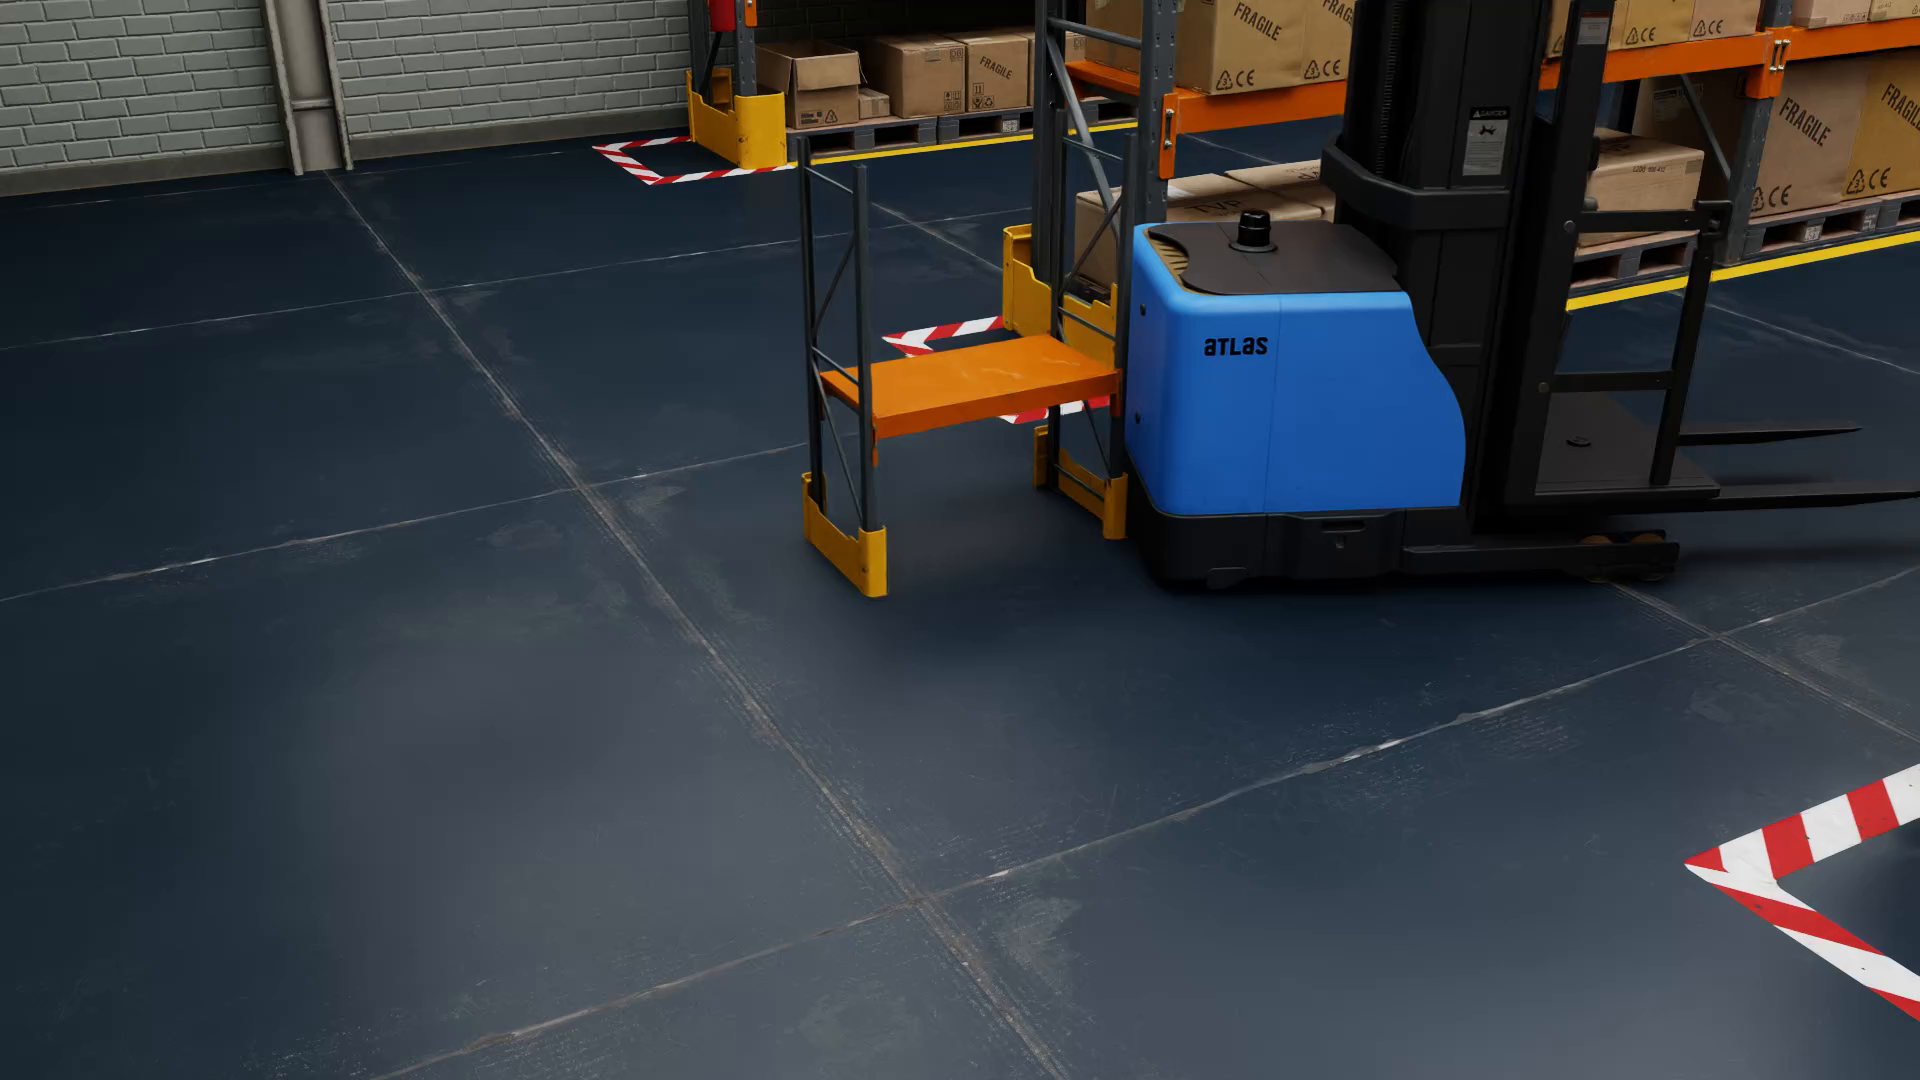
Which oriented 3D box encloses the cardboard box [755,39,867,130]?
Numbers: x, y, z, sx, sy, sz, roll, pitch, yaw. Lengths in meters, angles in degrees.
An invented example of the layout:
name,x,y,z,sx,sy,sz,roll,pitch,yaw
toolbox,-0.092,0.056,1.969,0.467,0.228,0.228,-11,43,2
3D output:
name,x,y,z,sx,sy,sz,roll,pitch,yaw
cardboard box,-1.112,-3.331,12.120,0.637,0.503,0.797,-14,29,-27

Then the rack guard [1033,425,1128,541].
name,x,y,z,sx,sy,sz,roll,pitch,yaw
rack guard,0.460,-0.228,6.436,0.087,0.250,0.587,-13,28,-25

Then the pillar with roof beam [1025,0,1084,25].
name,x,y,z,sx,sy,sz,roll,pitch,yaw
pillar with roof beam,2.821,-6.256,8.882,0.400,9.000,9.100,-13,29,-25

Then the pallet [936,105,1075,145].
name,x,y,z,sx,sy,sz,roll,pitch,yaw
pallet,0.149,-3.346,12.976,1.213,0.211,1.003,-13,29,-25

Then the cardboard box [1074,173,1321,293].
name,x,y,z,sx,sy,sz,roll,pitch,yaw
cardboard box,1.178,-1.490,8.363,0.875,0.438,0.875,-14,29,-27

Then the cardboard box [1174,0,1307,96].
name,x,y,z,sx,sy,sz,roll,pitch,yaw
cardboard box,1.202,-2.317,7.494,0.500,0.500,0.500,-13,29,-25

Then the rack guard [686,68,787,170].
name,x,y,z,sx,sy,sz,roll,pitch,yaw
rack guard,-1.629,-3.067,12.060,0.348,0.500,1.175,-13,29,-25

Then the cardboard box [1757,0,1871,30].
name,x,y,z,sx,sy,sz,roll,pitch,yaw
cardboard box,4.685,-3.019,9.246,0.500,0.250,0.500,-14,29,-26

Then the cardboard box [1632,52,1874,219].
name,x,y,z,sx,sy,sz,roll,pitch,yaw
cardboard box,4.682,-2.486,9.933,0.875,0.875,0.875,-12,28,-24

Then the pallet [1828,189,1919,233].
name,x,y,z,sx,sy,sz,roll,pitch,yaw
pallet,5.896,-2.277,10.749,1.213,0.211,1.003,-13,29,-25

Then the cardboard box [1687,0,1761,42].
name,x,y,z,sx,sy,sz,roll,pitch,yaw
cardboard box,3.883,-2.951,8.815,0.500,0.500,0.500,-13,28,-25

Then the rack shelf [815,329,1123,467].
name,x,y,z,sx,sy,sz,roll,pitch,yaw
rack shelf,0.027,-0.531,6.039,1.000,0.185,0.538,-13,28,-25

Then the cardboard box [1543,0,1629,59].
name,x,y,z,sx,sy,sz,roll,pitch,yaw
cardboard box,2.995,-2.736,8.368,0.500,0.500,0.500,-13,29,-26

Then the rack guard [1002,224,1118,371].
name,x,y,z,sx,sy,sz,roll,pitch,yaw
rack guard,0.622,-1.152,8.071,0.348,0.500,1.175,-13,29,-25

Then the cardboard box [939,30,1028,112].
name,x,y,z,sx,sy,sz,roll,pitch,yaw
cardboard box,0.174,-3.558,12.598,0.500,0.500,0.500,-12,28,-24

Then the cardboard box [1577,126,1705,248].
name,x,y,z,sx,sy,sz,roll,pitch,yaw
cardboard box,3.568,-2.045,9.520,0.875,0.438,0.875,-13,29,-26

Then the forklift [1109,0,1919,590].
name,x,y,z,sx,sy,sz,roll,pitch,yaw
forklift,2.140,-1.395,5.769,3.031,2.935,1.130,-2,26,-4

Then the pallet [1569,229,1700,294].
name,x,y,z,sx,sy,sz,roll,pitch,yaw
pallet,3.465,-1.716,9.580,1.213,0.211,1.003,-13,29,-25

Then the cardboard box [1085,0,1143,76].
name,x,y,z,sx,sy,sz,roll,pitch,yaw
cardboard box,0.944,-2.528,7.934,0.500,0.500,0.500,-13,28,-25

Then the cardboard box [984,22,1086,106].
name,x,y,z,sx,sy,sz,roll,pitch,yaw
cardboard box,0.577,-3.700,12.893,0.500,0.500,0.700,-14,29,-27

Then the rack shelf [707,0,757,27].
name,x,y,z,sx,sy,sz,roll,pitch,yaw
rack shelf,0.069,-4.261,12.491,4.000,0.370,1.077,-13,29,-25

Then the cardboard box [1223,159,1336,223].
name,x,y,z,sx,sy,sz,roll,pitch,yaw
cardboard box,1.982,-1.680,8.758,0.875,0.438,0.875,-12,28,-24

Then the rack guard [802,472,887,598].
name,x,y,z,sx,sy,sz,roll,pitch,yaw
rack guard,-0.422,-0.028,6.019,0.087,0.250,0.587,-13,28,-25

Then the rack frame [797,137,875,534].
name,x,y,z,sx,sy,sz,roll,pitch,yaw
rack frame,-0.423,-0.591,5.748,0.032,1.500,0.500,-13,28,-25

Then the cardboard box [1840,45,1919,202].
name,x,y,z,sx,sy,sz,roll,pitch,yaw
cardboard box,5.475,-2.673,10.322,0.875,0.875,0.875,-12,28,-24

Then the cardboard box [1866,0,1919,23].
name,x,y,z,sx,sy,sz,roll,pitch,yaw
cardboard box,5.141,-3.125,9.467,0.500,0.250,0.500,-14,29,-26

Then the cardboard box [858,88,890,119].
name,x,y,z,sx,sy,sz,roll,pitch,yaw
cardboard box,-0.719,-3.242,12.346,0.250,0.149,0.380,-14,29,-27

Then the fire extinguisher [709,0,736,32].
name,x,y,z,sx,sy,sz,roll,pitch,yaw
fire extinguisher,-1.608,-3.769,11.154,0.183,0.674,0.296,-13,29,-25

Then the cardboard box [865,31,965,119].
name,x,y,z,sx,sy,sz,roll,pitch,yaw
cardboard box,-0.339,-3.488,12.453,0.500,0.500,0.700,-12,28,-23

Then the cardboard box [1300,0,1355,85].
name,x,y,z,sx,sy,sz,roll,pitch,yaw
cardboard box,1.635,-2.430,7.731,0.500,0.500,0.500,-13,29,-26

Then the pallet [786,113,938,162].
name,x,y,z,sx,sy,sz,roll,pitch,yaw
pallet,-0.926,-3.099,12.462,1.213,0.211,1.003,-13,29,-25

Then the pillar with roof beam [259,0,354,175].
name,x,y,z,sx,sy,sz,roll,pitch,yaw
pillar with roof beam,-2.474,-5.034,6.337,0.400,9.000,9.100,-13,29,-25

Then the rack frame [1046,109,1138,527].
name,x,y,z,sx,sy,sz,roll,pitch,yaw
rack frame,0.477,-0.795,6.174,0.032,1.500,0.500,-13,28,-25

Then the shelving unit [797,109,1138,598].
name,x,y,z,sx,sy,sz,roll,pitch,yaw
shelving unit,0.019,-0.691,5.957,1.083,1.500,0.587,-13,28,-25

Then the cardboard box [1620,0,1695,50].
name,x,y,z,sx,sy,sz,roll,pitch,yaw
cardboard box,3.432,-2.844,8.593,0.500,0.500,0.500,-14,29,-26

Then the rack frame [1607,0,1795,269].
name,x,y,z,sx,sy,sz,roll,pitch,yaw
rack frame,4.172,-3.098,9.237,0.127,3.000,1.000,-13,29,-25

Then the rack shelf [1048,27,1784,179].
name,x,y,z,sx,sy,sz,roll,pitch,yaw
rack shelf,2.408,-2.366,8.544,4.000,0.370,1.077,-13,29,-25

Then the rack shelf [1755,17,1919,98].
name,x,y,z,sx,sy,sz,roll,pitch,yaw
rack shelf,5.937,-3.181,10.241,4.000,0.370,1.077,-13,29,-25

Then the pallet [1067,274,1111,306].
name,x,y,z,sx,sy,sz,roll,pitch,yaw
pallet,1.312,-1.219,8.545,1.213,0.211,1.003,-13,29,-25

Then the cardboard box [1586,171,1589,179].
name,x,y,z,sx,sy,sz,roll,pitch,yaw
cardboard box,2.778,-1.863,9.139,0.875,0.438,0.875,-14,29,-27

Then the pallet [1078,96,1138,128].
name,x,y,z,sx,sy,sz,roll,pitch,yaw
pallet,1.227,-3.596,13.497,1.213,0.211,1.003,-13,29,-25

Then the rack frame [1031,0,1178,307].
name,x,y,z,sx,sy,sz,roll,pitch,yaw
rack frame,0.643,-2.283,7.540,0.127,3.000,1.000,-13,29,-25

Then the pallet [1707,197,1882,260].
name,x,y,z,sx,sy,sz,roll,pitch,yaw
pallet,4.818,-2.027,10.228,1.213,0.211,1.003,-13,29,-25

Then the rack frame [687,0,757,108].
name,x,y,z,sx,sy,sz,roll,pitch,yaw
rack frame,-1.696,-4.178,11.487,0.127,3.000,1.000,-13,29,-25
